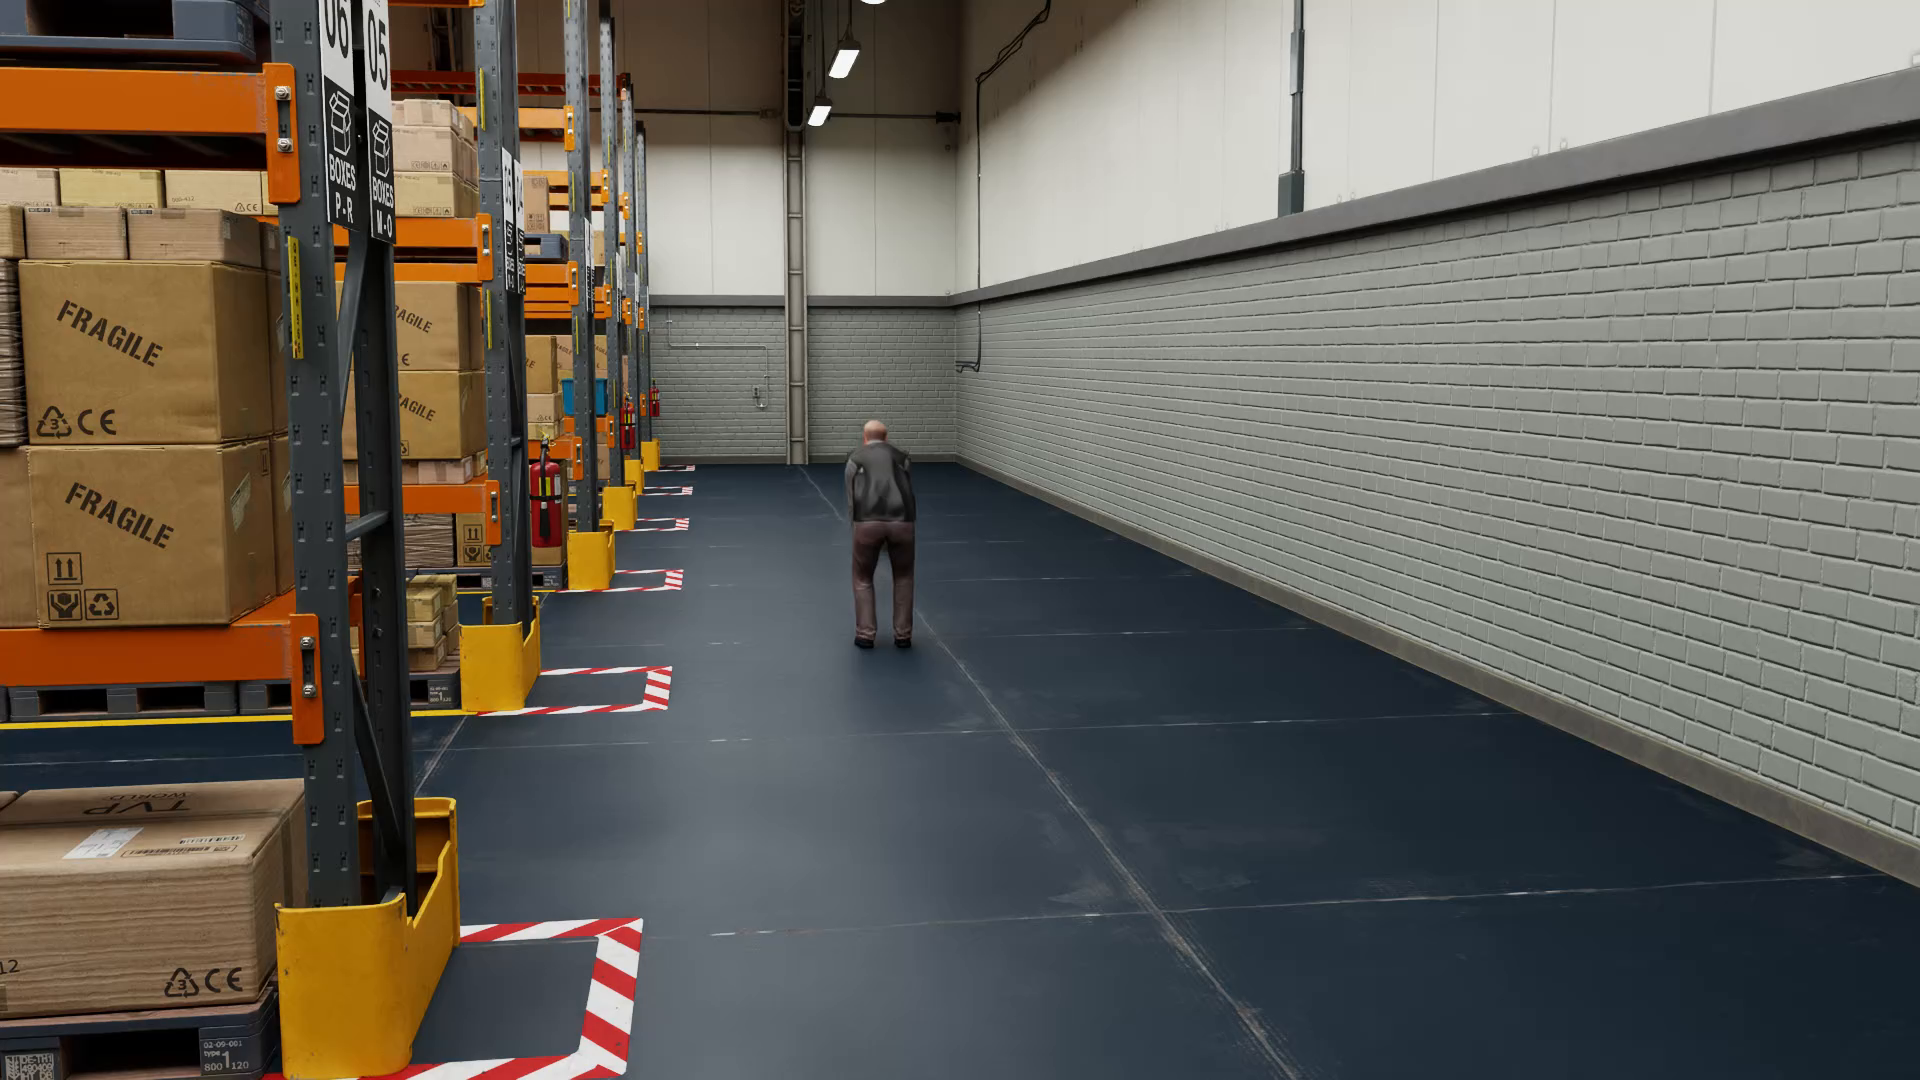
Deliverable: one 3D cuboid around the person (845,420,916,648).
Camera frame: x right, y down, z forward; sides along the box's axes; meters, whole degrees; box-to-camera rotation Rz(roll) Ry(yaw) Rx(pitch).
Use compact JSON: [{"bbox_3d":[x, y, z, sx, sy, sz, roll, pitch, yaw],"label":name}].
[{"bbox_3d":[-0.567,-0.050,11.760,0.472,1.575,0.700,-1,7,-10],"label":"person"}]
